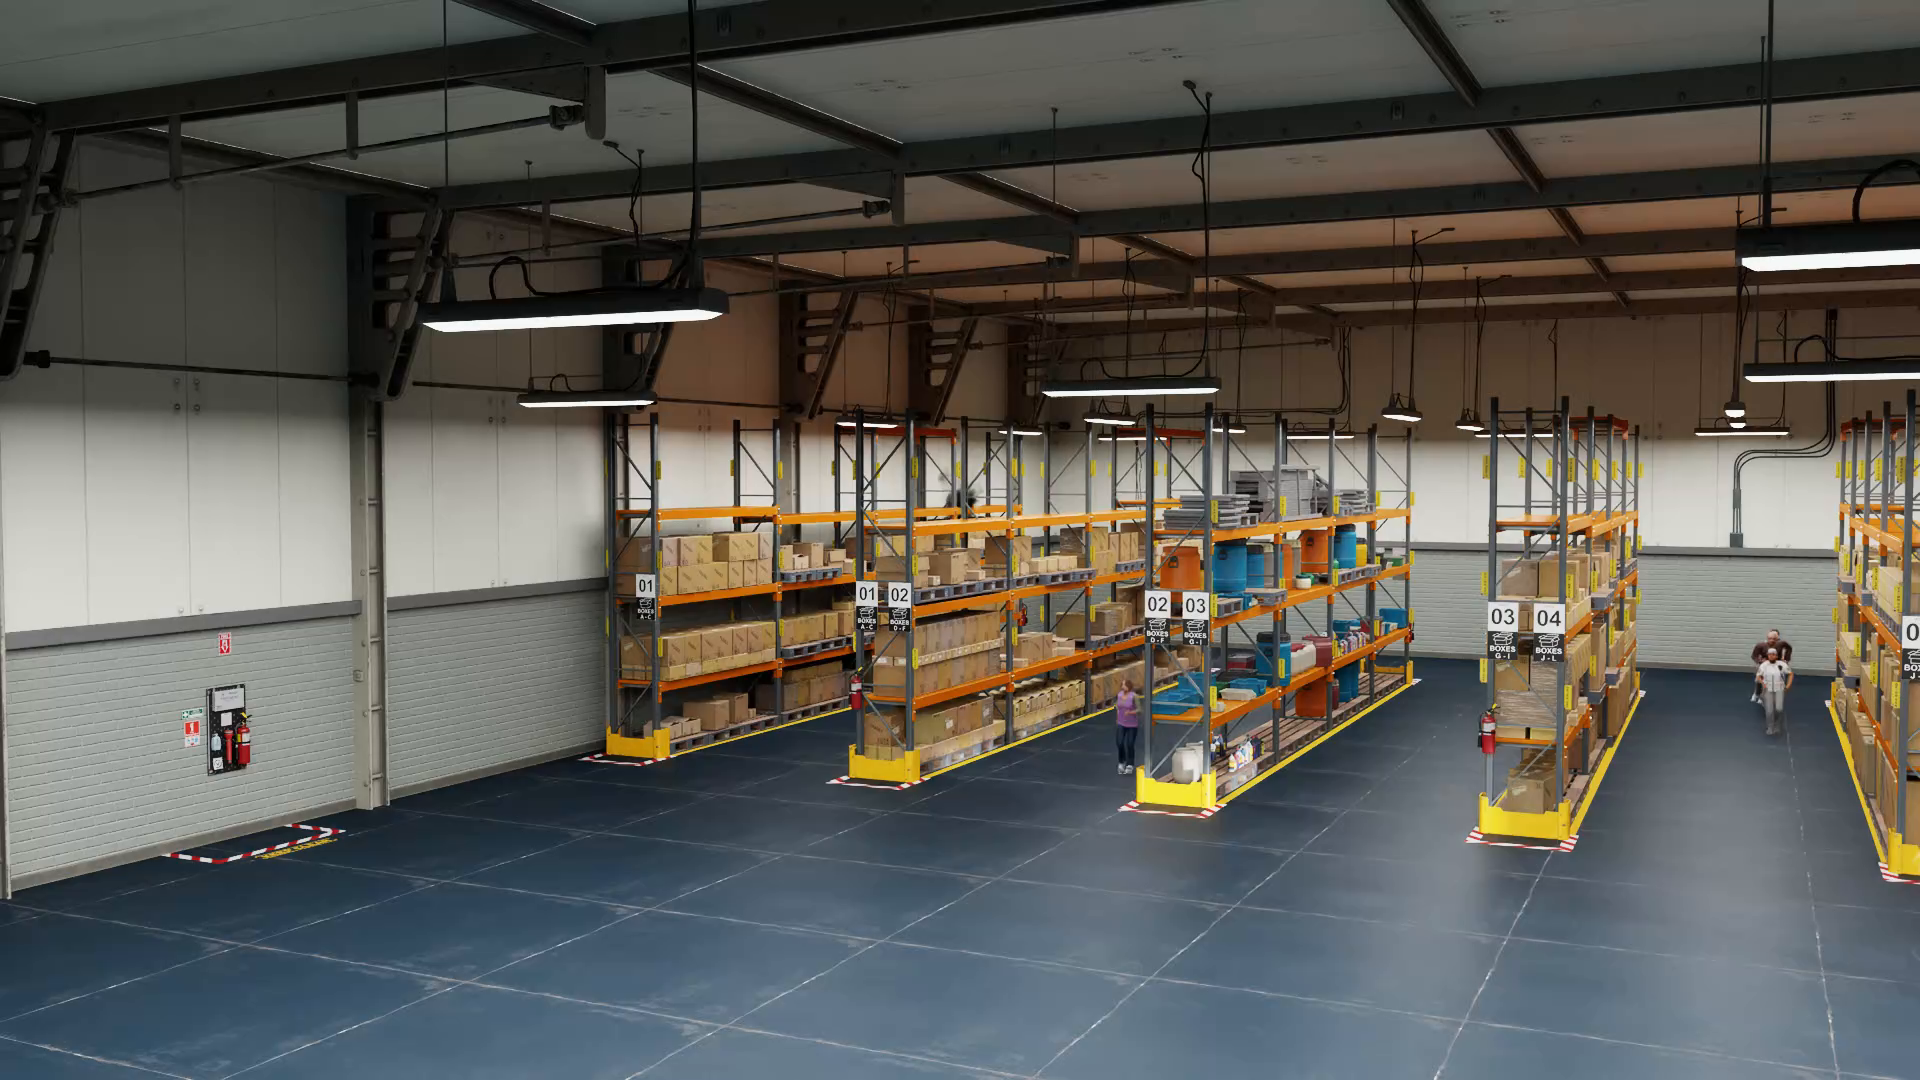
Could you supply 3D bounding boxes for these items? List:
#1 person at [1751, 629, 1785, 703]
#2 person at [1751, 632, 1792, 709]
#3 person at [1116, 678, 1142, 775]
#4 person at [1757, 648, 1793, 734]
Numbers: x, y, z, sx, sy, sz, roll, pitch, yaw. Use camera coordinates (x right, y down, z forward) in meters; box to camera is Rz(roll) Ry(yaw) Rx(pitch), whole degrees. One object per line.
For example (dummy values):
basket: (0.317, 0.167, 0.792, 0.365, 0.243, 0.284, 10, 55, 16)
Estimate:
person: (17.233, 2.693, 35.454, 0.656, 1.614, 0.590, 2, 3, 35)
person: (16.666, 2.741, 34.188, 0.754, 1.765, 1.046, 1, 3, 21)
person: (2.742, 3.063, 27.275, 0.510, 1.591, 0.646, 1, 3, 26)
person: (15.391, 2.865, 31.438, 0.618, 1.627, 0.570, 1, 3, 31)
